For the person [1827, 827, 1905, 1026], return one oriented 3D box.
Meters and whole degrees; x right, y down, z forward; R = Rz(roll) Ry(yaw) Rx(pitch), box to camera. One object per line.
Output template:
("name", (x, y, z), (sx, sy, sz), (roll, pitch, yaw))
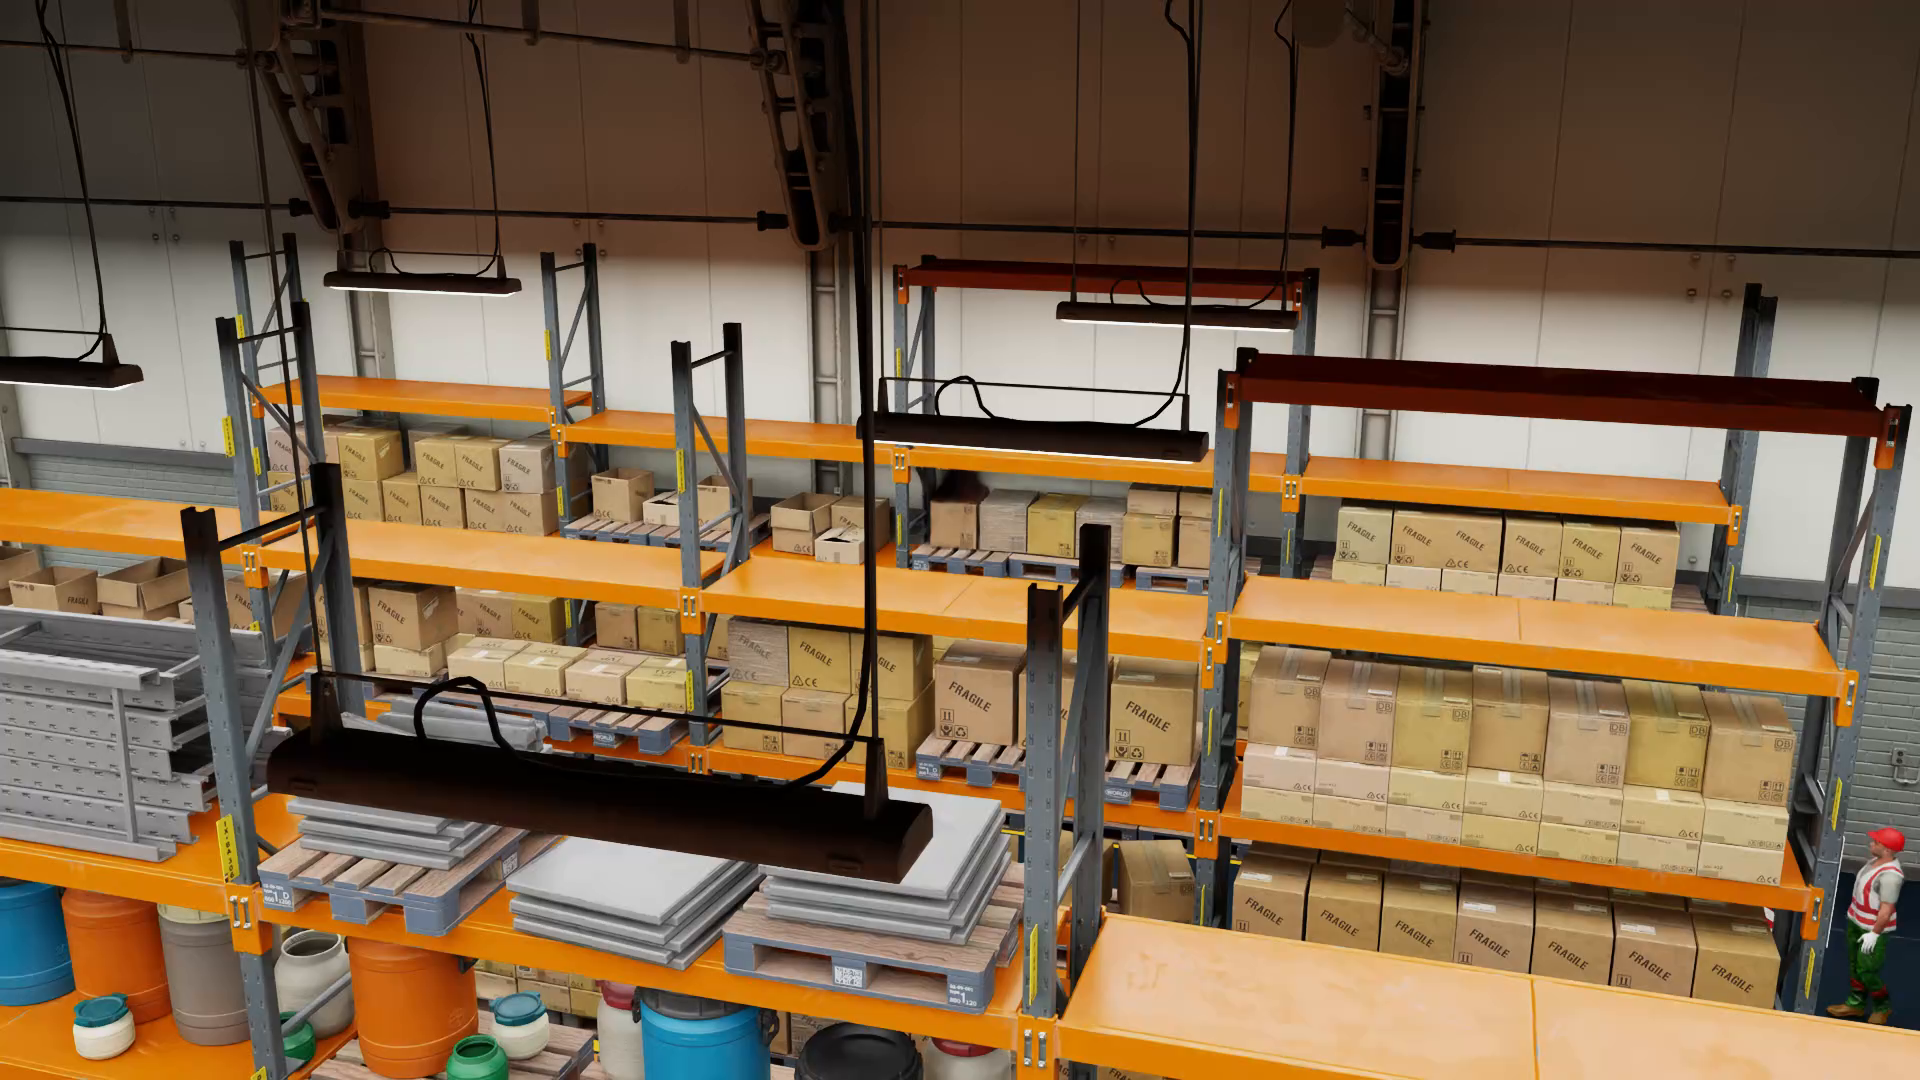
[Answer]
("person", (7.749, 3.274, 14.154), (0.452, 1.797, 0.595), (-2, 16, -5))
